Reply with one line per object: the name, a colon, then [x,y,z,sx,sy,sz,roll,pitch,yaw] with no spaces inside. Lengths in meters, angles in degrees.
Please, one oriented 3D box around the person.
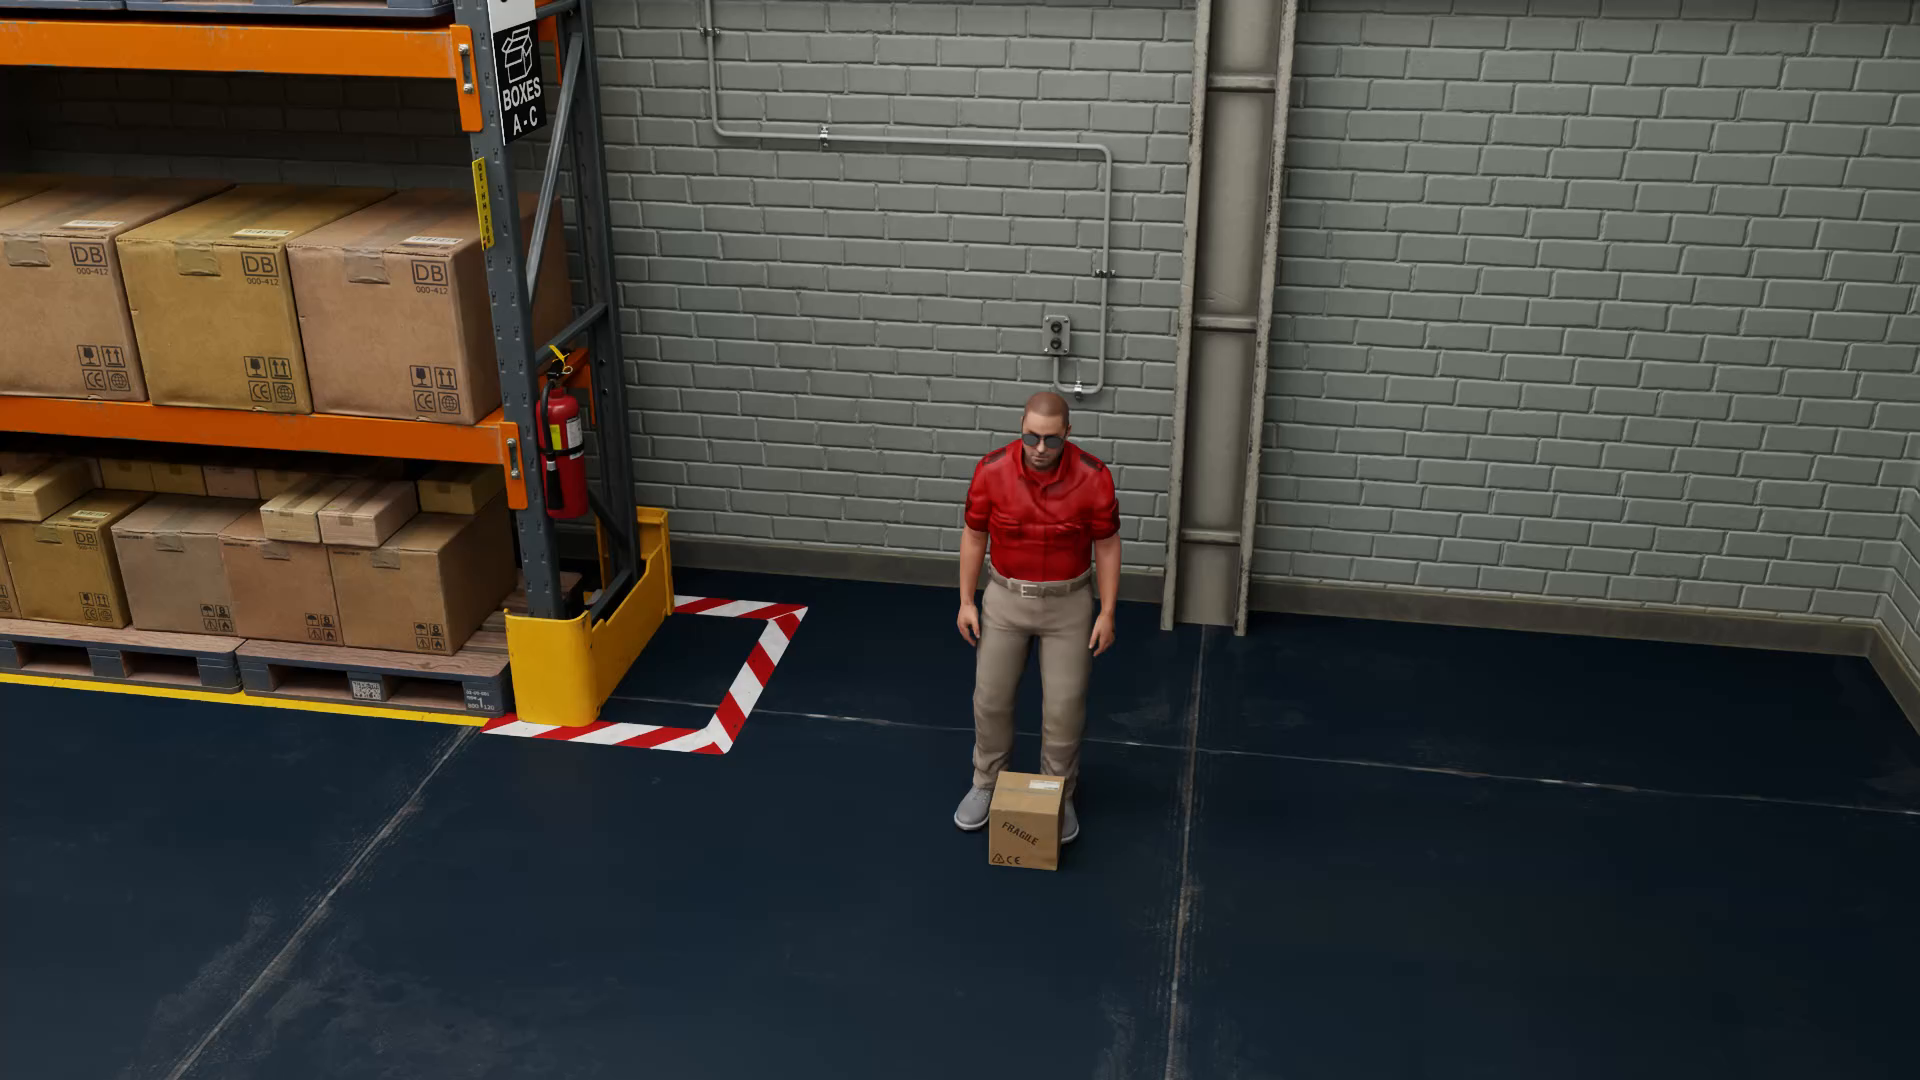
person: [0.280,0.268,6.042,0.586,1.727,0.419,4,25,8]
